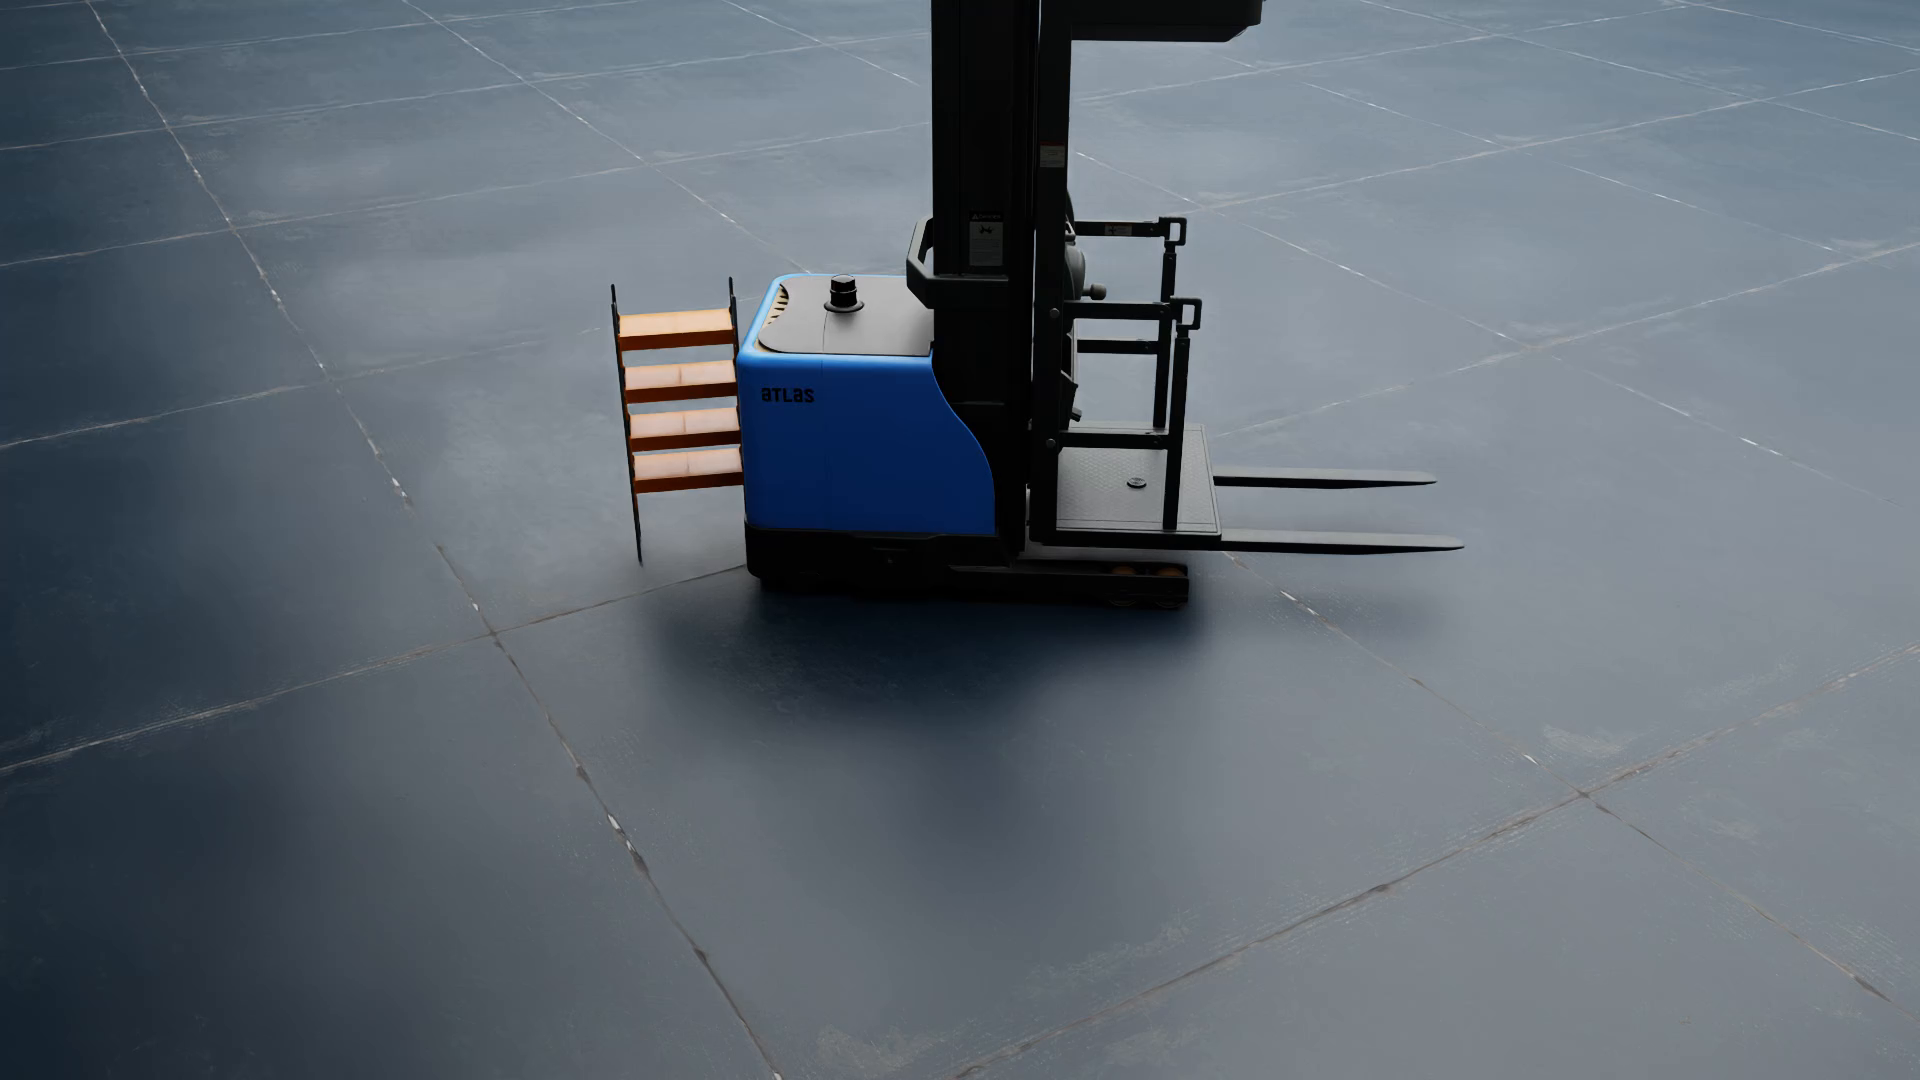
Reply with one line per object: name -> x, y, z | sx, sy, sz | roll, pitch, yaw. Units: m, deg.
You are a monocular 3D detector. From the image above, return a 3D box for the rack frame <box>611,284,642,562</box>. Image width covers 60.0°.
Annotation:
rack frame -> -1.429, -0.488, 7.130 | 0.015, 1.200, 0.240 | -5, 29, -9

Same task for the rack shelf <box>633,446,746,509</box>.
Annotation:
rack shelf -> -1.189, -0.276, 7.297 | 0.480, 0.148, 0.258 | -5, 29, -9

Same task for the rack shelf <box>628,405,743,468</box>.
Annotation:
rack shelf -> -1.189, -0.450, 7.201 | 0.480, 0.148, 0.258 | -5, 29, -9

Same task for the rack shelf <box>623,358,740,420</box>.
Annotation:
rack shelf -> -1.189, -0.646, 7.093 | 0.480, 0.148, 0.258 | -5, 29, -9

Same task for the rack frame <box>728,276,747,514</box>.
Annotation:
rack frame -> -0.949, -0.531, 7.208 | 0.015, 1.200, 0.240 | -5, 29, -9

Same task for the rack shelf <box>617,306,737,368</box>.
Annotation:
rack shelf -> -1.189, -0.853, 6.979 | 0.480, 0.148, 0.258 | -5, 29, -9

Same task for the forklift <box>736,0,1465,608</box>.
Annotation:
forklift -> 0.627, -1.265, 6.745 | 3.031, 2.935, 1.130 | 2, 29, 3

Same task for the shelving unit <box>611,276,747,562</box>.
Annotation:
shelving unit -> -1.189, -0.509, 7.169 | 0.503, 1.200, 0.258 | -5, 29, -9
